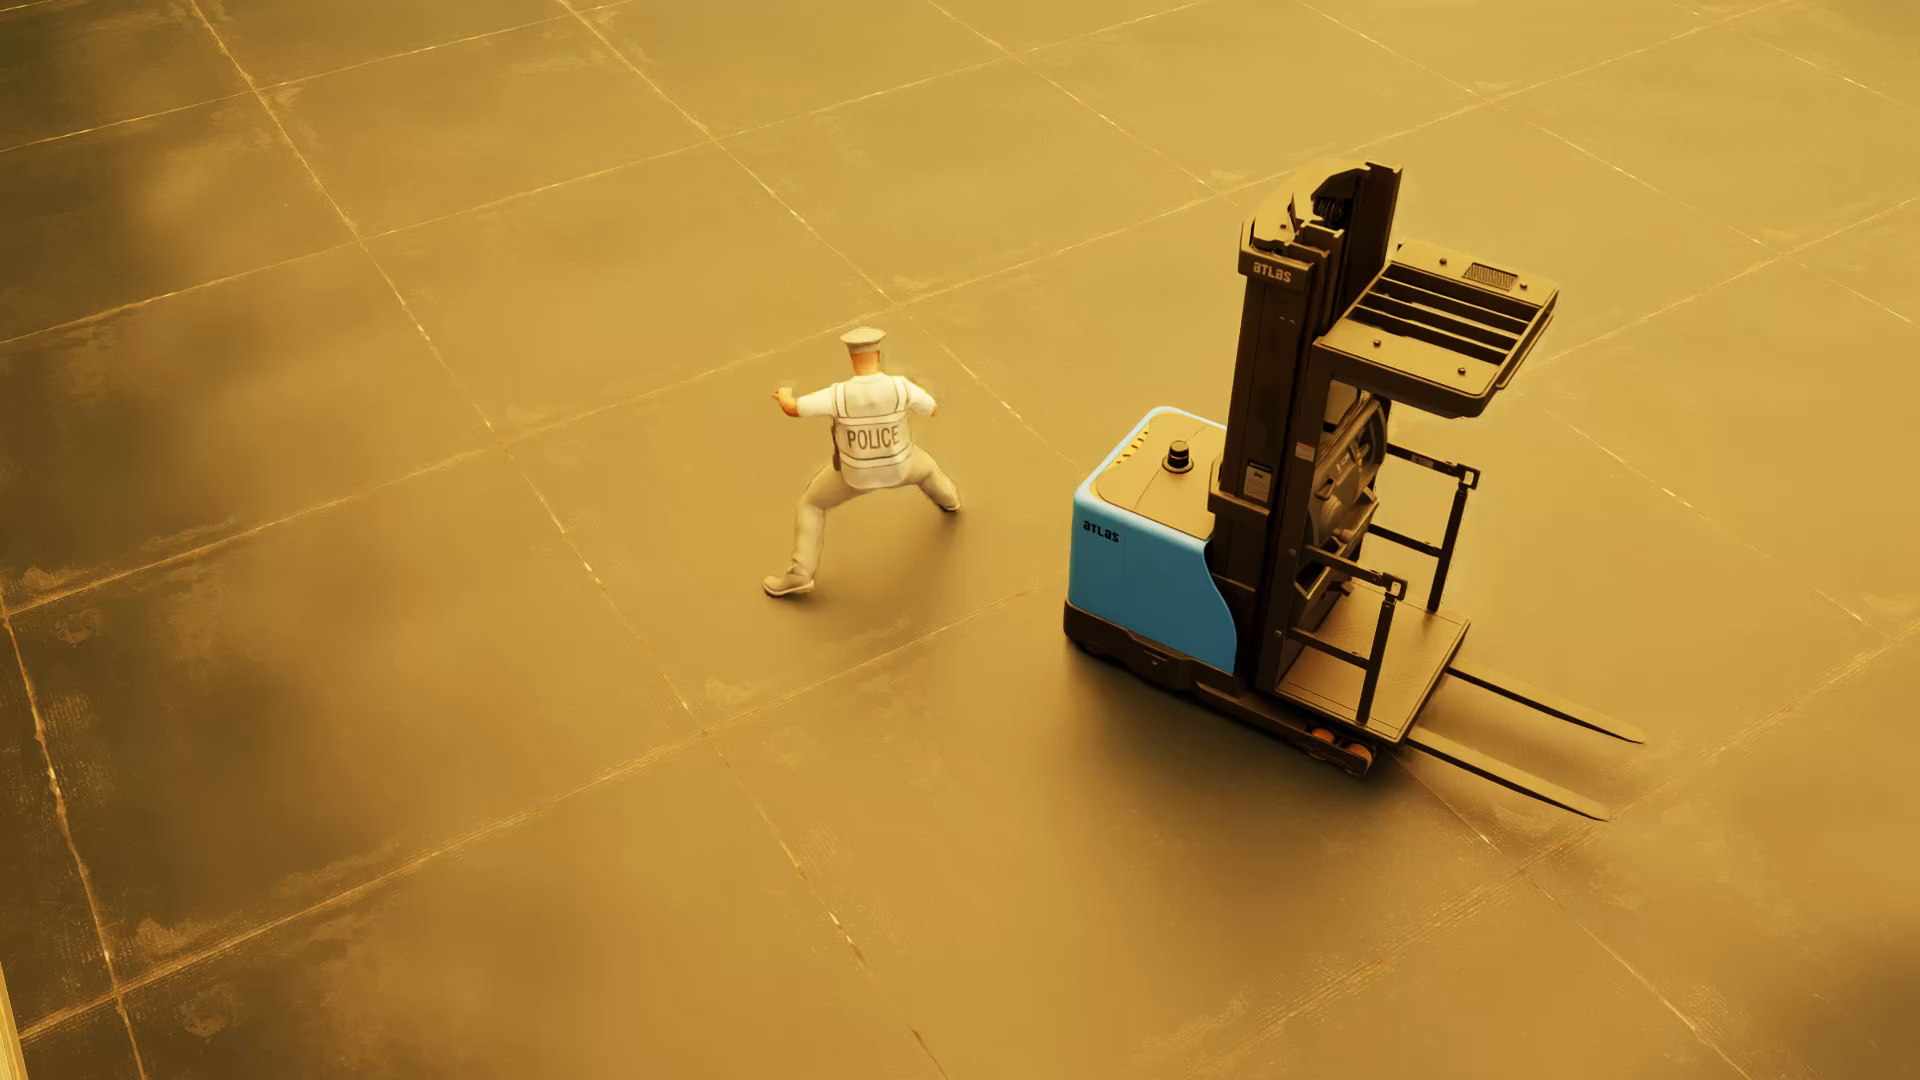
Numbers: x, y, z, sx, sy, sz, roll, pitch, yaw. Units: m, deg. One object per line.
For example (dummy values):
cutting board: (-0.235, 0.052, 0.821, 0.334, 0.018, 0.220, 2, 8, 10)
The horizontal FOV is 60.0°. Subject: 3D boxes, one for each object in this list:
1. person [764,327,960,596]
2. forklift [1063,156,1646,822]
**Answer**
person: (-0.585, -0.574, 9.582, 1.265, 1.565, 0.932, -7, 42, -8)
forklift: (2.099, -0.278, 8.189, 3.031, 2.935, 1.130, 23, 46, 24)
